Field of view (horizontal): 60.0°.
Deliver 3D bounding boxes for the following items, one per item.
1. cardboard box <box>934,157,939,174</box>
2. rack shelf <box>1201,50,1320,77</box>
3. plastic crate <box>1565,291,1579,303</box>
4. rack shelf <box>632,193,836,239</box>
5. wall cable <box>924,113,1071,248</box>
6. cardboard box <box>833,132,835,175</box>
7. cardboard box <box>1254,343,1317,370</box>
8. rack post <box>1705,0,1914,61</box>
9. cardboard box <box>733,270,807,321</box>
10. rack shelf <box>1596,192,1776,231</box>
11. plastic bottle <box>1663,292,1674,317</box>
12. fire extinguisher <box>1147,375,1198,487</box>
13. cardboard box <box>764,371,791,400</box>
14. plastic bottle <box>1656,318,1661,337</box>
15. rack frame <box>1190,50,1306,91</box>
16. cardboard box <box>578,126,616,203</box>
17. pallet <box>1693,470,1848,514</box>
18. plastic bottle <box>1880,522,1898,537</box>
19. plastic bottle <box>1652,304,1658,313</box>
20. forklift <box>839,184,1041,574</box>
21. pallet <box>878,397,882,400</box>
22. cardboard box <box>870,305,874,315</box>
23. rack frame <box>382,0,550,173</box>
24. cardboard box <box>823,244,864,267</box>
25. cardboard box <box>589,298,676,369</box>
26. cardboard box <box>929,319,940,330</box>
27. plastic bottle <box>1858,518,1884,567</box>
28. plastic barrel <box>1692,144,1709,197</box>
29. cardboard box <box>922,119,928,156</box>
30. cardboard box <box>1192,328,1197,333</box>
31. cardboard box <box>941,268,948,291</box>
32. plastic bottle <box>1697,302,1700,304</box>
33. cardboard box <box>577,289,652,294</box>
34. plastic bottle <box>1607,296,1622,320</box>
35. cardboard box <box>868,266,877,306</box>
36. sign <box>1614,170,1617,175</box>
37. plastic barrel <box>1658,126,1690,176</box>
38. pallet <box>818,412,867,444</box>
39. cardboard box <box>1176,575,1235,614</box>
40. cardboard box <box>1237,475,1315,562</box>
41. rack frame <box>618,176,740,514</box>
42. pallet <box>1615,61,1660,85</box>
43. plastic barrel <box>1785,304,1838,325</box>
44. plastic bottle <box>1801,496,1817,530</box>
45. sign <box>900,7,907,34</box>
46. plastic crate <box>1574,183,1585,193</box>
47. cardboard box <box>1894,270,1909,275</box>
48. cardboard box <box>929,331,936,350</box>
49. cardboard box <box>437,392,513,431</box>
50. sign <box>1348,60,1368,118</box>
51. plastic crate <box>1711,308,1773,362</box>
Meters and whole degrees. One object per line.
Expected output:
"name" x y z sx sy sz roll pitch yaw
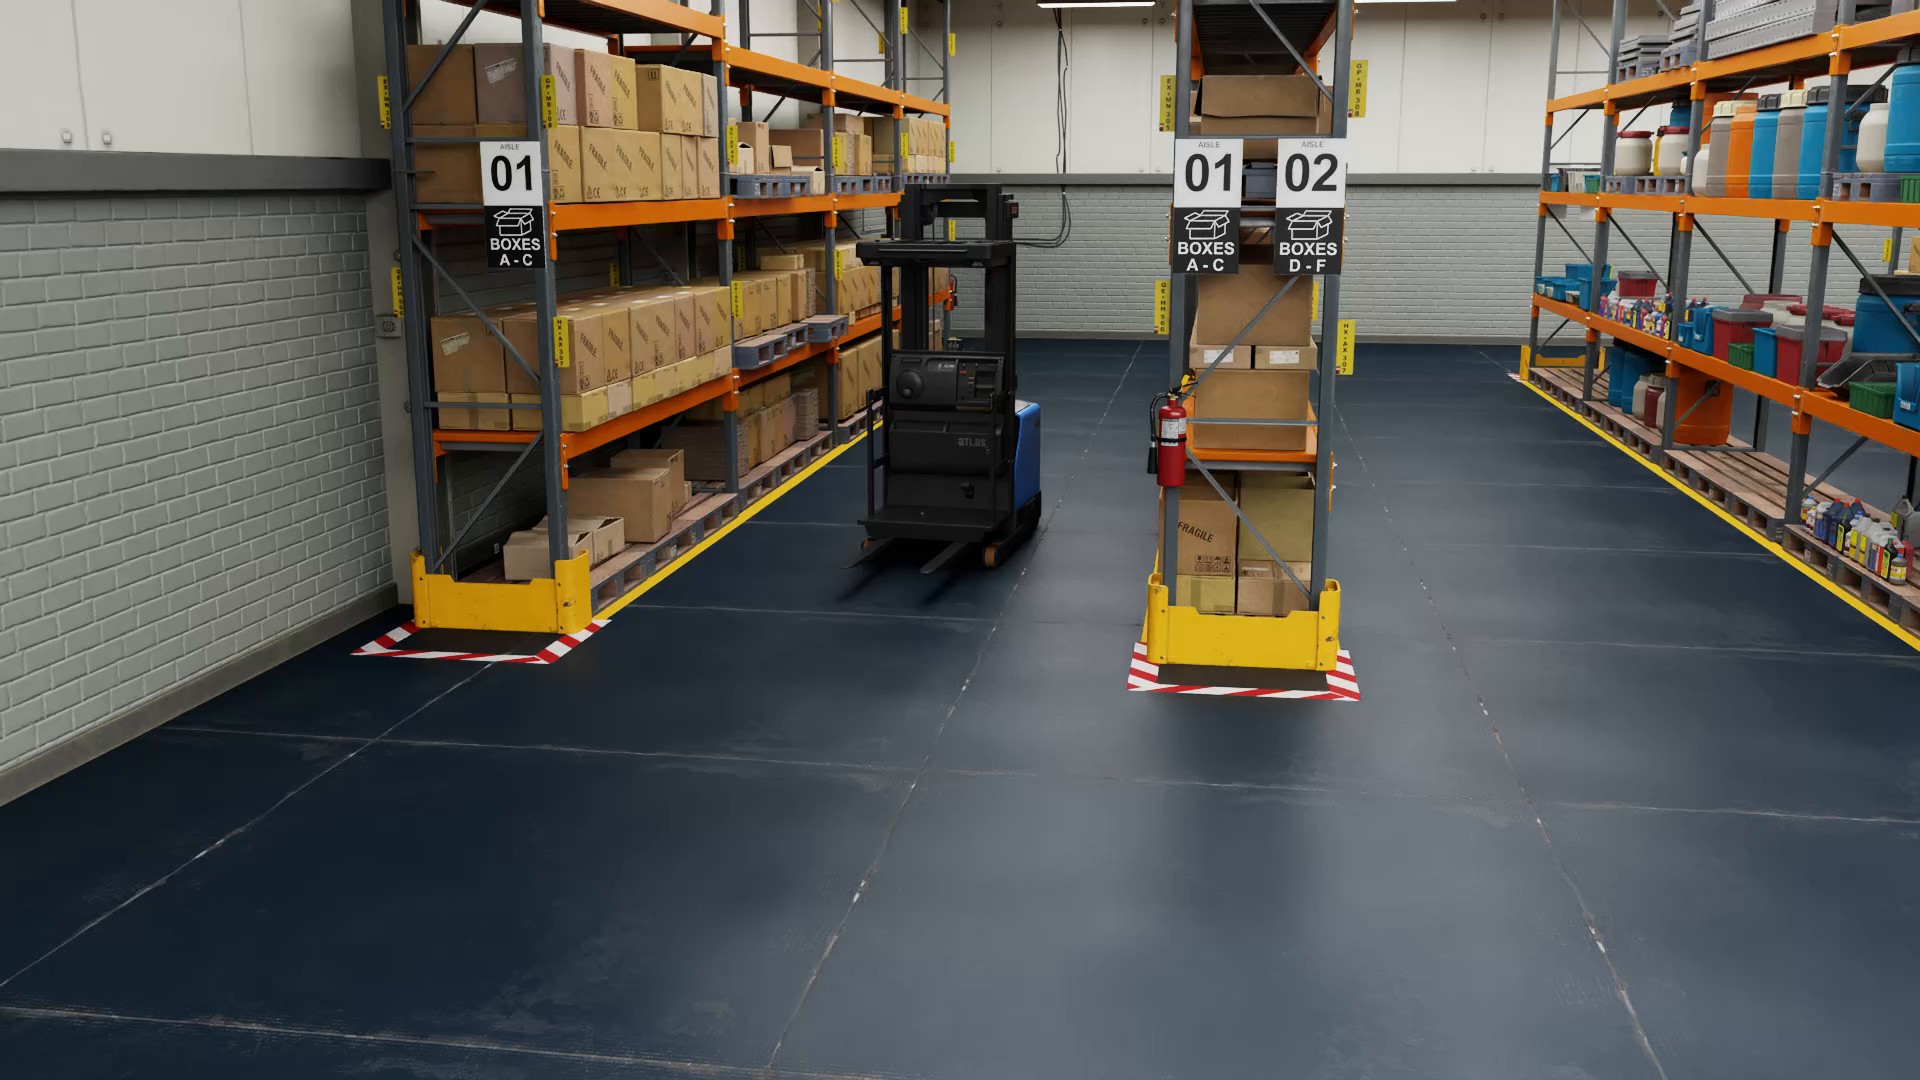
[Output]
"cardboard box" -0.590 -5.586 24.794 0.500 0.250 0.500 1 12 7
"rack shelf" 2.697 -4.352 15.484 1.077 0.370 4.000 2 12 9
"plastic crate" 8.484 -3.327 22.794 0.293 0.136 0.466 2 12 9
"rack shelf" -2.199 -3.241 16.499 1.077 0.370 4.000 2 12 9
"wall cable" 0.562 -6.788 31.503 3.097 2.526 0.112 2 12 9
"cardboard box" -1.844 -4.488 19.295 0.700 0.500 0.500 1 12 6
"cardboard box" 2.047 -1.158 10.471 0.380 0.149 0.250 2 12 8
"rack post" 7.501 -4.832 14.580 1.013 1.000 3.121 2 12 9
"cardboard box" -2.013 -2.591 17.615 0.700 0.500 0.500 1 12 3
"rack shelf" 8.206 -3.753 18.873 1.077 0.370 4.000 2 12 9
"plastic bottle" 8.524 -2.794 19.957 0.144 0.351 0.185 2 12 9
"fire extinguisher" 1.297 -0.670 10.167 0.296 0.674 0.183 2 12 9
"cardboard box" -2.100 -1.634 17.565 0.500 0.250 0.500 2 12 10
"plastic bottle" 7.625 -2.314 18.083 0.097 0.201 0.097 0 12 0
"rack frame" 2.389 -4.483 13.434 1.000 3.000 0.127 2 12 9
"cardboard box" -2.705 -2.574 11.414 0.500 0.500 0.500 3 12 12
"pallet" 7.551 -0.445 15.558 1.003 0.211 1.213 2 12 9
"plastic bottle" 6.804 0.009 12.251 0.152 0.276 0.135 2 12 9
"plastic bottle" 7.885 -2.534 18.910 0.061 0.283 0.133 2 12 9
"forklift" -0.160 -1.306 13.095 1.130 2.935 3.031 3 13 15
"pallet" -1.320 -1.849 22.072 1.003 0.211 1.213 2 12 9
"cardboard box" -1.287 -2.920 20.970 0.380 0.149 0.250 2 12 7
"rack frame" -3.122 -3.810 10.312 1.000 3.000 0.127 2 12 9
"cardboard box" -1.412 -3.415 19.951 0.500 0.250 0.500 2 12 9
"cardboard box" -2.512 -1.588 12.769 0.500 0.500 0.500 2 12 10
"cardboard box" -0.509 -3.327 25.707 0.380 0.149 0.250 2 12 8
"plastic bottle" 6.626 0.012 12.061 0.144 0.351 0.185 2 12 11
"plastic barrel" 7.547 -3.688 16.600 0.421 0.512 0.421 0 12 0
"cardboard box" -0.746 -5.739 23.723 0.500 0.500 0.500 2 12 9
"cardboard box" 1.803 -1.384 11.518 0.380 0.149 0.250 2 12 10
"cardboard box" -0.729 -4.248 25.873 0.980 0.700 0.700 2 12 11
"plastic bottle" 8.582 -2.644 19.435 0.152 0.276 0.135 2 12 9
"cardboard box" -2.868 -1.814 13.821 0.500 0.500 0.500 2 12 8
"plastic bottle" 8.009 -2.833 20.315 0.152 0.276 0.135 2 12 9
"cardboard box" -1.324 -3.160 20.546 0.500 0.500 0.500 2 12 10
"sign" 9.674 -5.288 24.537 0.100 0.325 0.005 2 12 9
"plastic barrel" 8.022 -4.334 18.542 0.433 0.535 0.433 0 12 0
"pallet" -1.695 -1.341 19.715 1.003 0.211 1.213 2 12 9
"cardboard box" 1.564 0.300 11.011 0.500 0.250 0.500 2 12 9
"cardboard box" 2.151 -0.154 11.337 0.500 0.500 0.500 2 12 9
"rack frame" -2.506 -1.710 14.808 1.000 3.000 0.127 2 12 9
"pallet" 8.416 -5.526 19.672 1.003 0.211 1.213 2 12 9
"plastic barrel" 7.826 -1.890 15.322 0.433 0.535 0.433 0 12 0
"plastic bottle" 6.801 -0.218 13.317 0.097 0.271 0.097 0 12 0
"sign" -0.738 -6.788 21.726 0.100 0.325 0.005 2 12 9
"plastic crate" 8.333 -4.669 22.043 0.293 0.136 0.466 2 12 9
"cardboard box" 13.682 -3.707 23.726 0.500 0.250 0.500 2 12 7
"cardboard box" -0.746 -2.938 25.443 0.700 0.500 0.500 2 12 8
"cardboard box" -3.241 -0.917 11.438 0.500 0.250 0.500 2 12 9
"sign" 2.321 -2.631 9.697 0.100 0.325 0.005 2 12 9
"plastic crate" 7.347 -1.926 15.660 0.402 0.464 0.583 2 12 9
